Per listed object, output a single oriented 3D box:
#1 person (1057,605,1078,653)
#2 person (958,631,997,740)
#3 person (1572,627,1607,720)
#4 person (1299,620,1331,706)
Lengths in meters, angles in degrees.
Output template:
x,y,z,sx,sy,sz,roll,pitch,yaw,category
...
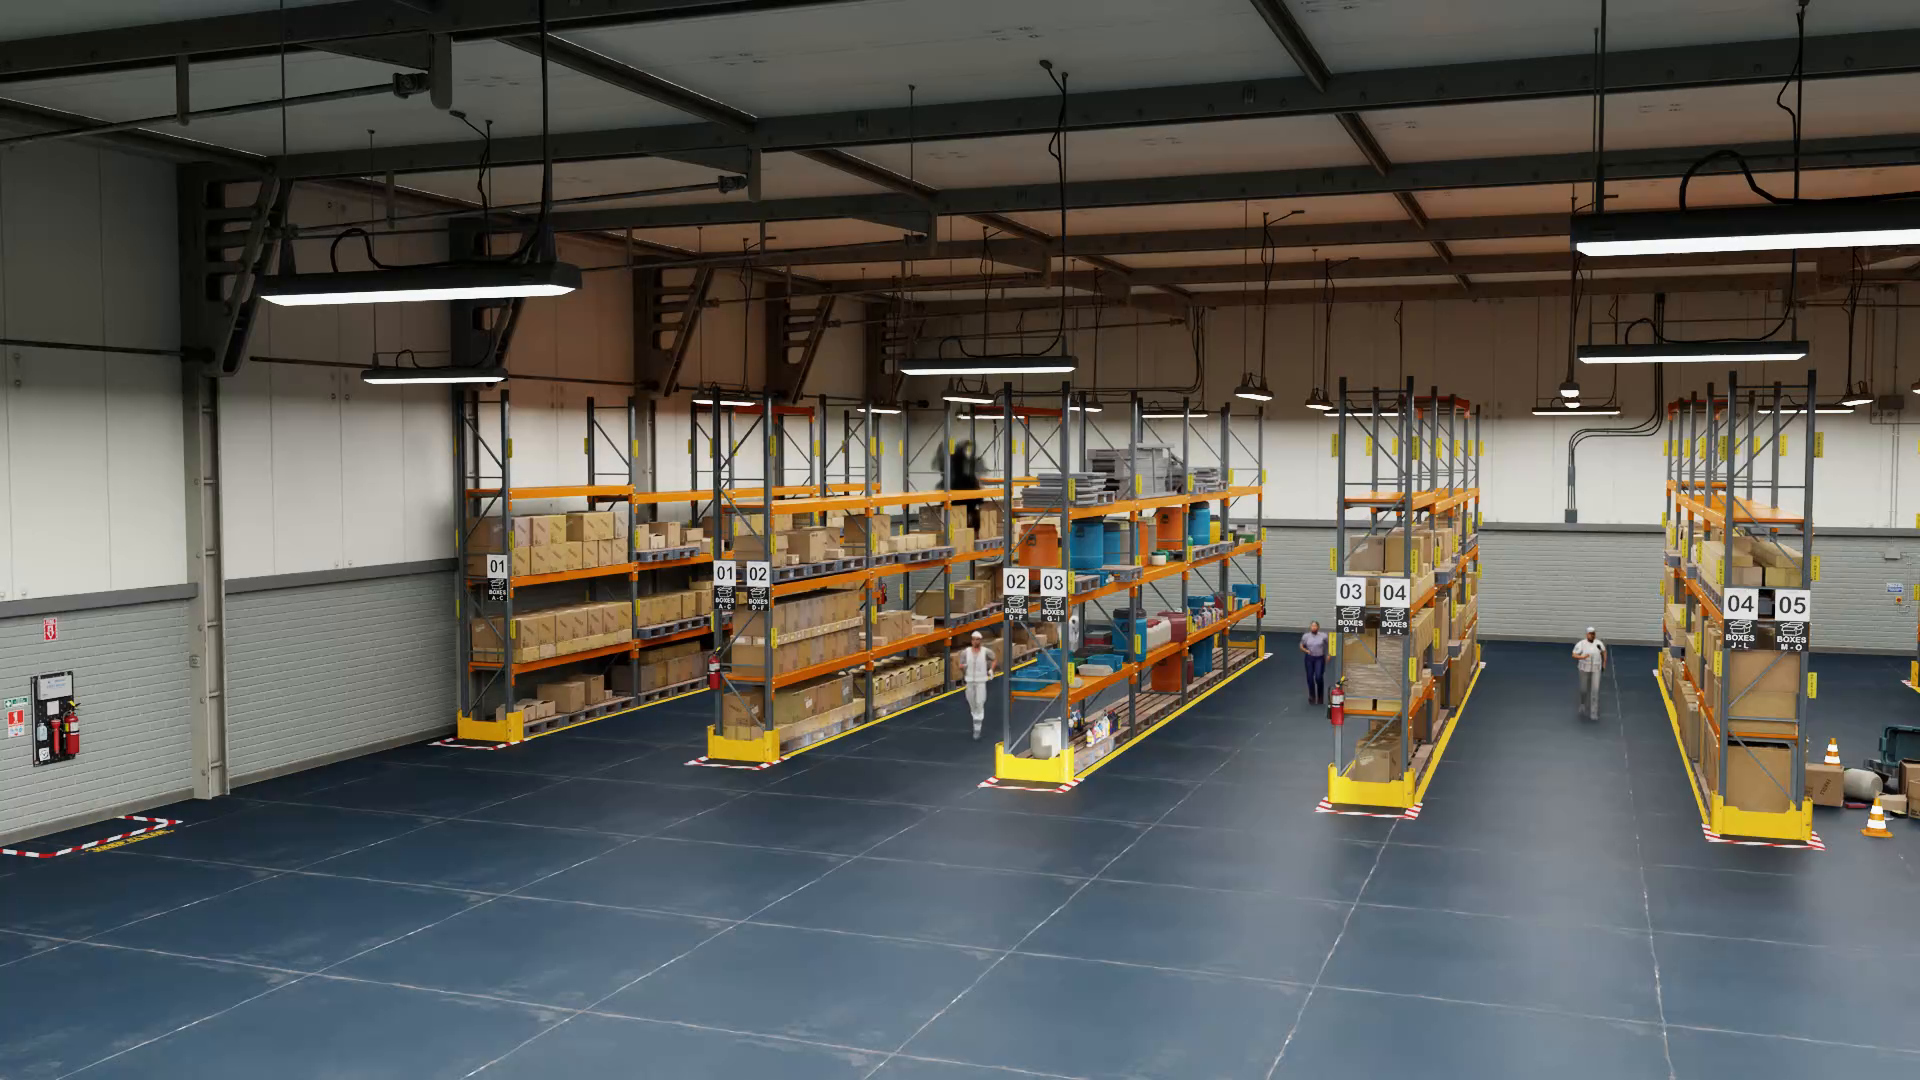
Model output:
x,y,z,sx,sy,sz,roll,pitch,yaw,category
2.362,2.189,35.937,0.589,1.653,0.528,1,3,19,person
0.280,2.496,28.831,0.636,1.821,0.843,1,3,14,person
11.706,2.447,30.929,0.632,1.673,0.902,1,3,14,person
6.944,2.421,32.487,0.619,1.680,0.691,1,3,19,person
